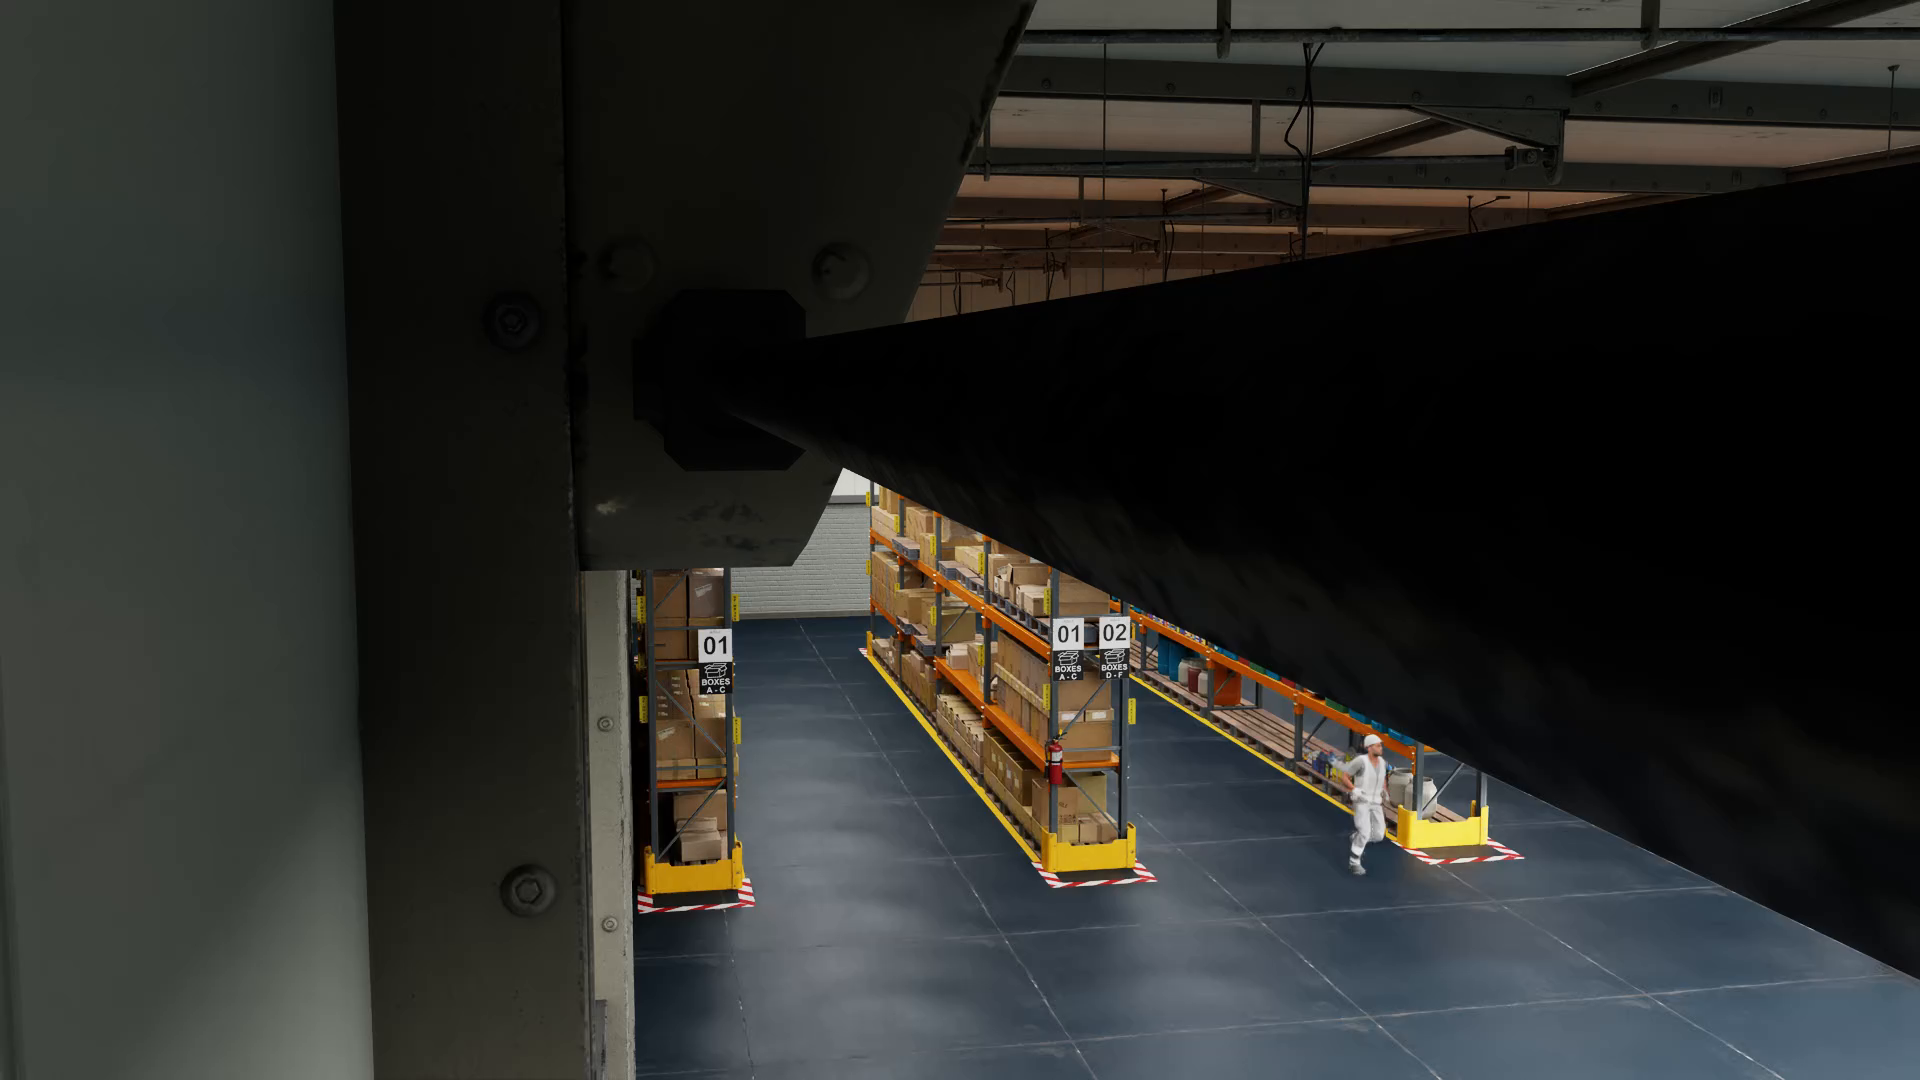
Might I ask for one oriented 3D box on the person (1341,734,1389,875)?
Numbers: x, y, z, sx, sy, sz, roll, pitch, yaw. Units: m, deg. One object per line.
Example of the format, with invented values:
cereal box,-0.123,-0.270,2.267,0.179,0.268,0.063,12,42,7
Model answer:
person,5.145,3.304,21.008,0.669,1.703,0.550,-3,6,-23
